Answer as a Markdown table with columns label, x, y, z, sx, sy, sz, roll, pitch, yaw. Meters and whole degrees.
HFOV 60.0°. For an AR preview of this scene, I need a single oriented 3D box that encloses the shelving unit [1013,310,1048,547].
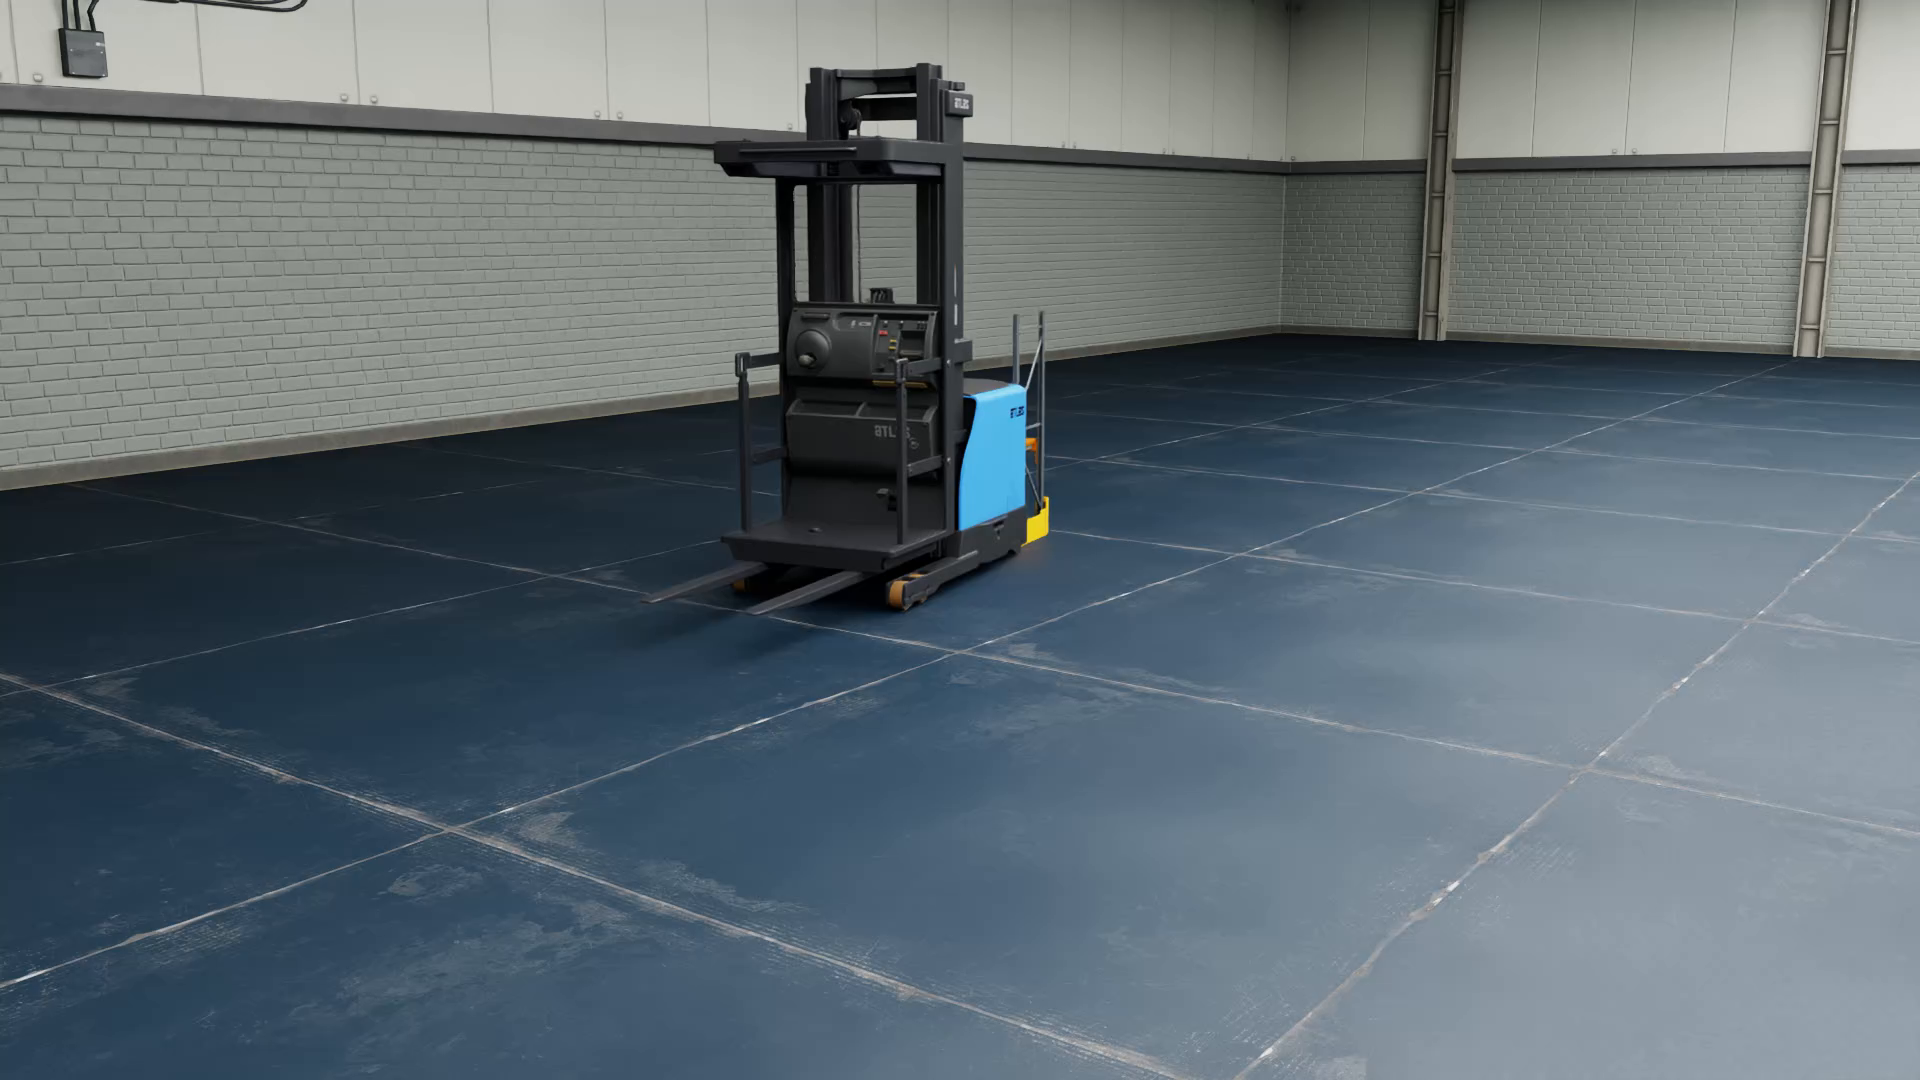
| label | x | y | z | sx | sy | sz | roll | pitch | yaw |
| --- | --- | --- | --- | --- | --- | --- | --- | --- | --- |
| shelving unit | -0.010 | -0.770 | 11.061 | 1.083 | 1.500 | 0.587 | 5 | 12 | 23 |

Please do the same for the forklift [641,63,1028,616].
| label | x | y | z | sx | sy | sz | roll | pitch | yaw |
| --- | --- | --- | --- | --- | --- | --- | --- | --- | --- |
| forklift | -0.650 | -1.150 | 9.256 | 1.130 | 2.935 | 3.031 | 5 | 12 | 24 |

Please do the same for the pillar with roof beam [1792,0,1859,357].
| label | x | y | z | sx | sy | sz | roll | pitch | yaw |
| --- | --- | --- | --- | --- | --- | --- | --- | --- | --- |
| pillar with roof beam | 10.579 | -6.603 | 21.467 | 0.400 | 9.000 | 9.100 | 8 | 13 | 36 |

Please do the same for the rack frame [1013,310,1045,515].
| label | x | y | z | sx | sy | sz | roll | pitch | yaw |
| --- | --- | --- | --- | --- | --- | --- | --- | --- | --- |
| rack frame | 0.448 | -0.732 | 10.865 | 0.032 | 1.500 | 0.500 | 5 | 12 | 23 |

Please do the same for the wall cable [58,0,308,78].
| label | x | y | z | sx | sy | sz | roll | pitch | yaw |
| --- | --- | --- | --- | --- | --- | --- | --- | --- | --- |
| wall cable | -6.314 | -6.769 | 13.372 | 0.169 | 6.003 | 2.305 | 8 | 13 | 36 |

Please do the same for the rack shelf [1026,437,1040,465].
| label | x | y | z | sx | sy | sz | roll | pitch | yaw |
| --- | --- | --- | --- | --- | --- | --- | --- | --- | --- |
| rack shelf | -0.018 | -0.594 | 11.099 | 1.000 | 0.185 | 0.538 | 5 | 12 | 23 |

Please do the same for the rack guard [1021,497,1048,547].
| label | x | y | z | sx | sy | sz | roll | pitch | yaw |
| --- | --- | --- | --- | --- | --- | --- | --- | --- | --- |
| rack guard | 0.447 | -0.118 | 10.984 | 0.087 | 0.250 | 0.587 | 5 | 12 | 23 |

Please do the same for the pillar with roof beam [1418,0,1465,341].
| label | x | y | z | sx | sy | sz | roll | pitch | yaw |
| --- | --- | --- | --- | --- | --- | --- | --- | --- | --- |
| pillar with roof beam | 5.743 | -7.277 | 24.953 | 0.400 | 9.000 | 9.100 | 8 | 13 | 36 |
